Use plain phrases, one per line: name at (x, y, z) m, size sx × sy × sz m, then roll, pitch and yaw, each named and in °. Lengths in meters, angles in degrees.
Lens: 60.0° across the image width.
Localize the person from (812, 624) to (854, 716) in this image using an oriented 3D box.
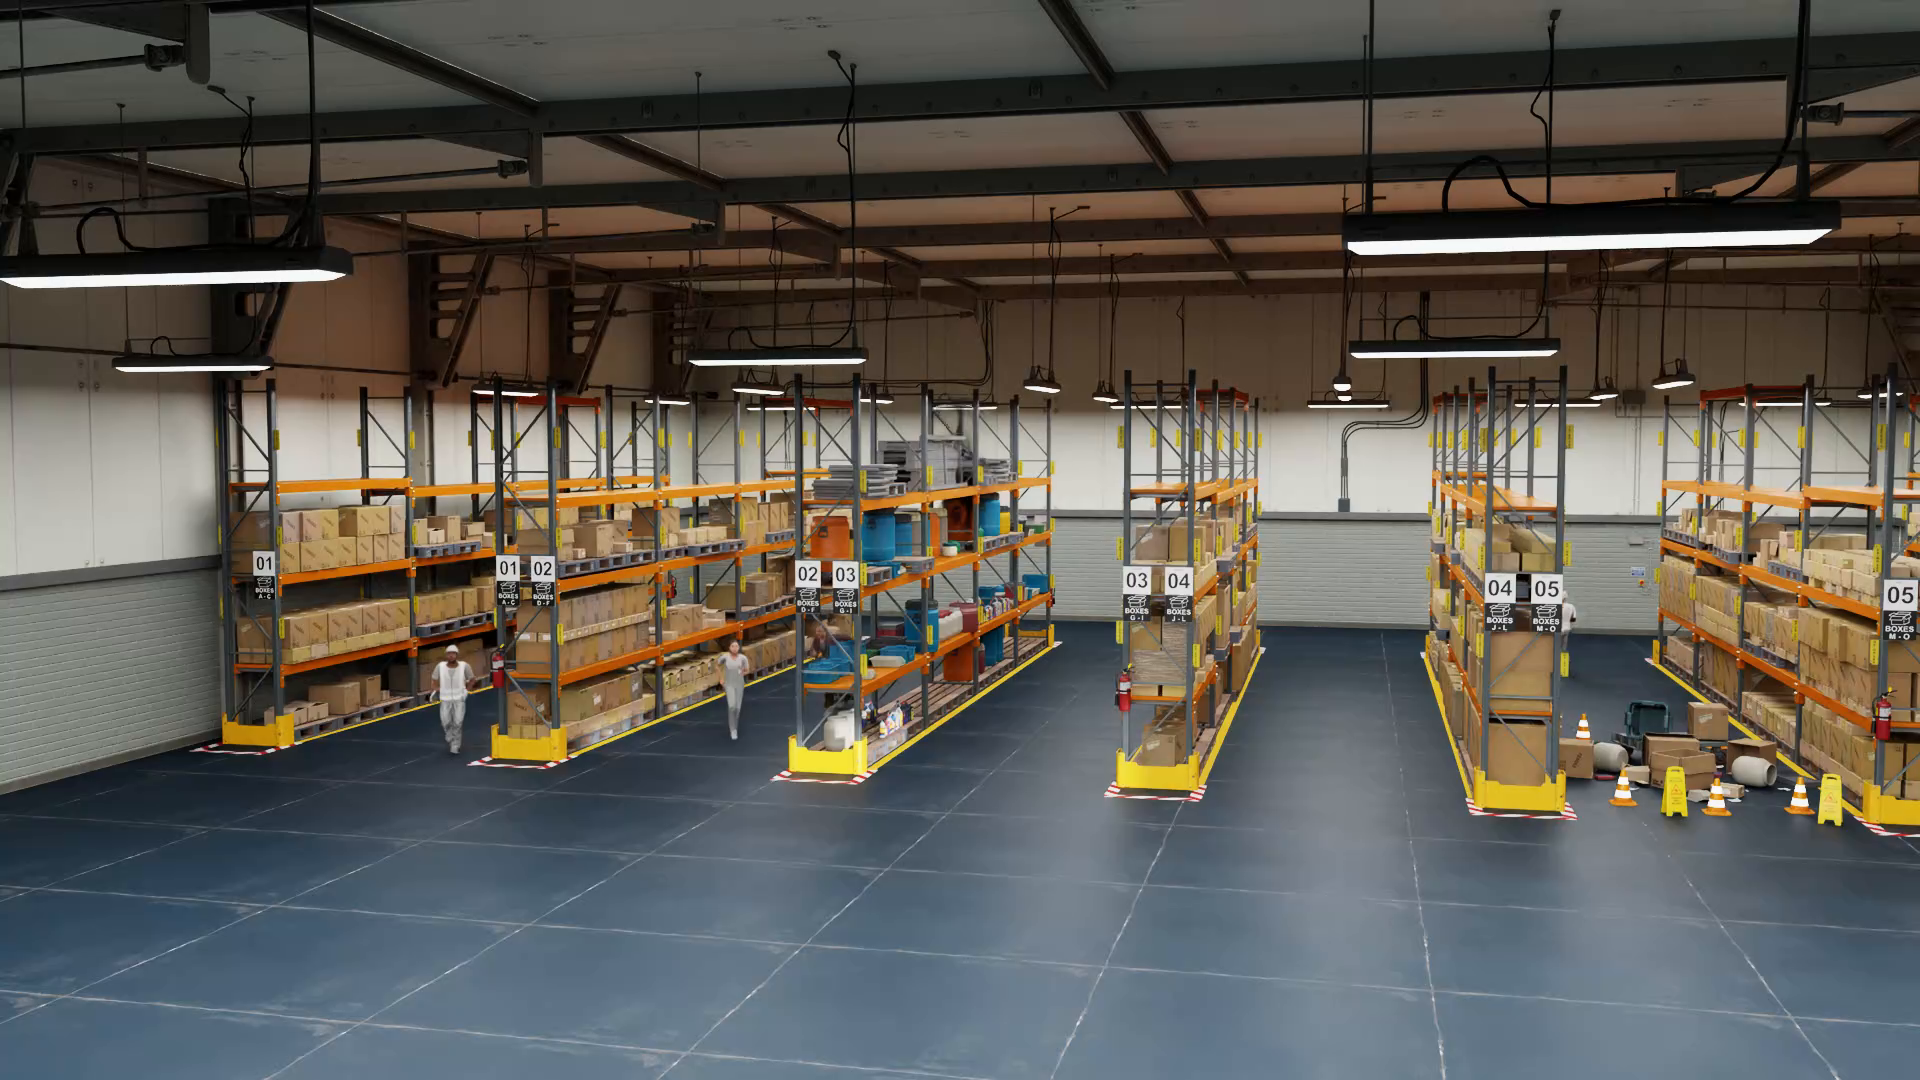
person at (-2.294, 2.367, 30.487) m, size 0.752 × 1.730 × 1.072 m, roll 2°, pitch 4°, yaw 35°

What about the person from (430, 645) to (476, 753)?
person at (-8.129, 2.543, 26.674) m, size 0.698 × 1.728 × 0.615 m, roll -1°, pitch 4°, yaw -12°

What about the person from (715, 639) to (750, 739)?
person at (-3.813, 2.506, 27.964) m, size 0.564 × 1.694 × 0.762 m, roll -1°, pitch 4°, yaw -15°

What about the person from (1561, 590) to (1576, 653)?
person at (12.979, 1.965, 36.001) m, size 0.671 × 1.766 × 0.707 m, roll 0°, pitch 3°, yaw -2°
